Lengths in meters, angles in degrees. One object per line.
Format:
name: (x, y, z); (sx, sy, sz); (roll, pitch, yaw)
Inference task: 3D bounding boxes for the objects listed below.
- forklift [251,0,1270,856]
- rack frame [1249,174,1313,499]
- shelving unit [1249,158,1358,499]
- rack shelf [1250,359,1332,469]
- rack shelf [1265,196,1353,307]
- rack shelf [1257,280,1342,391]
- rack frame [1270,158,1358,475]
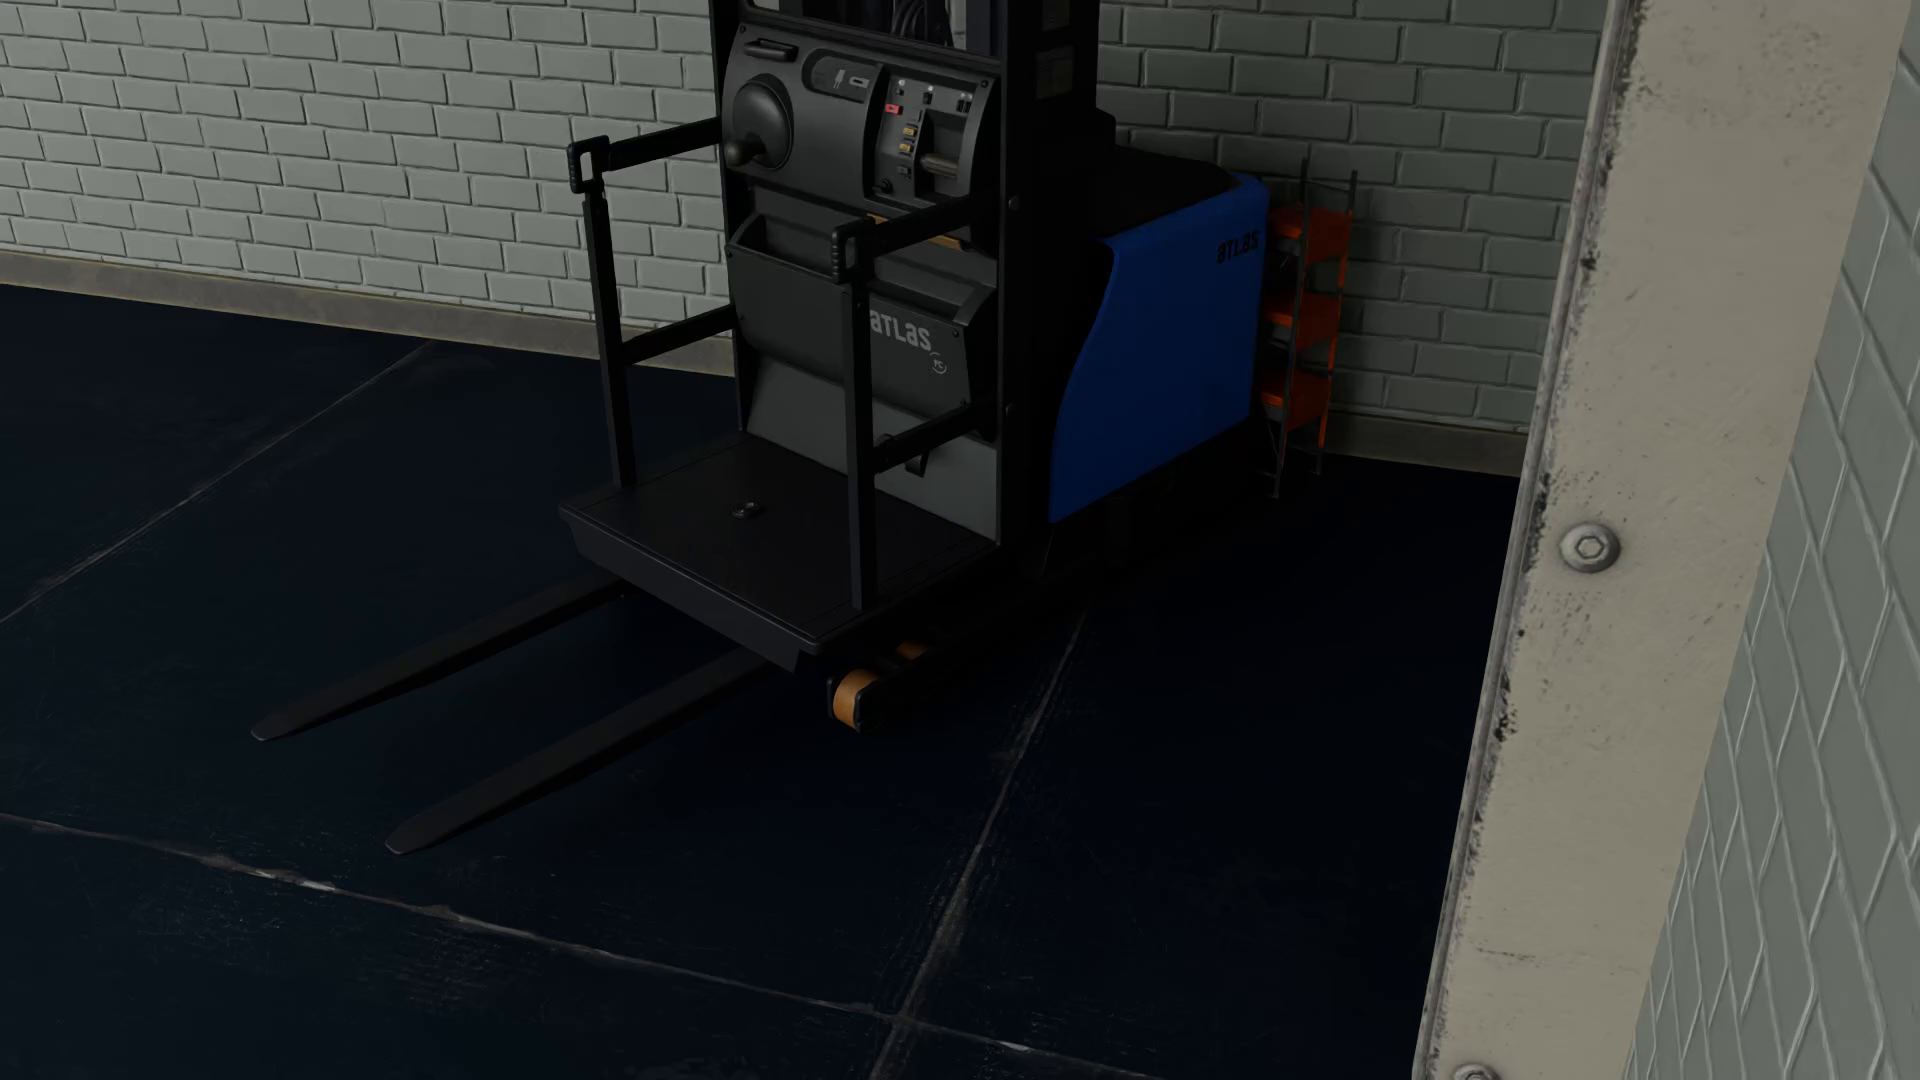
forklift: (-0.423, -1.059, 4.139); (1.130, 2.935, 3.031); (24, 37, 36)
rack frame: (0.982, -0.631, 5.301); (0.200, 1.050, 0.008); (26, 37, 38)
shelving unit: (1.068, -0.673, 5.377); (0.215, 1.050, 0.252); (26, 37, 38)
rack shelf: (1.066, -0.420, 5.516); (0.215, 0.259, 0.240); (26, 37, 38)
rack shelf: (1.069, -0.912, 5.246); (0.215, 0.259, 0.240); (26, 37, 38)
rack shelf: (1.068, -0.663, 5.382); (0.215, 0.259, 0.240); (26, 37, 38)
rack frame: (1.153, -0.714, 5.454); (0.200, 1.050, 0.008); (26, 37, 38)
